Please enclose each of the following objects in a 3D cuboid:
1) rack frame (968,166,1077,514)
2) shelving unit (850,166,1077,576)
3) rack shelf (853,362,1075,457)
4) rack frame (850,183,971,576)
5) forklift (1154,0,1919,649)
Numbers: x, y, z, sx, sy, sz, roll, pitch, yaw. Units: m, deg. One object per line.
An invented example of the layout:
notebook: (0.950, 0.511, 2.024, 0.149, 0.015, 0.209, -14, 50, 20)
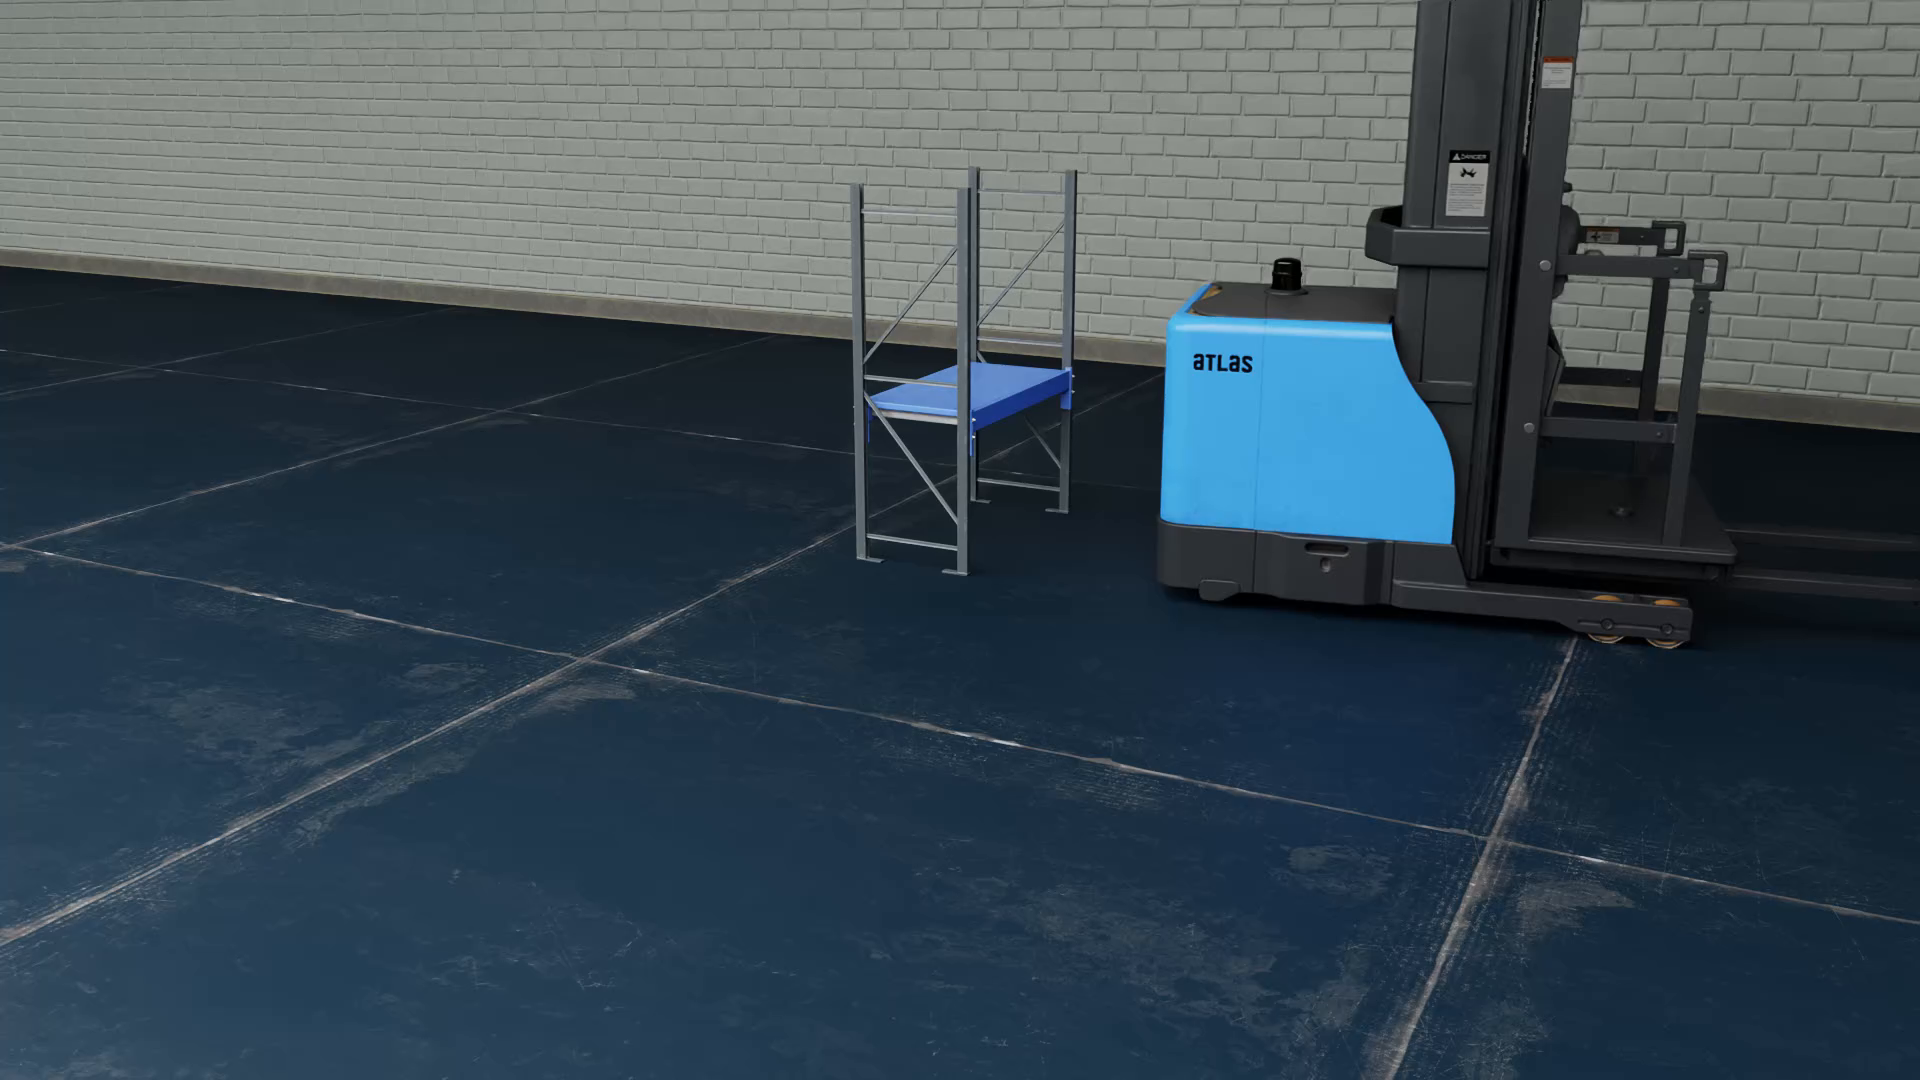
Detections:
rack frame: (0.265, -0.870, 7.320, 0.500, 1.500, 0.032, 8, 18, 25)
shelving unit: (0.038, -0.741, 6.884, 0.538, 1.500, 1.048, 8, 18, 25)
rack shelf: (0.038, -0.568, 6.935, 0.538, 0.185, 1.000, 8, 18, 25)
rack frame: (-0.189, -0.611, 6.448, 0.500, 1.500, 0.032, 8, 18, 25)
forklift: (2.310, -1.197, 5.907, 3.031, 2.935, 1.130, 4, 17, 15)
